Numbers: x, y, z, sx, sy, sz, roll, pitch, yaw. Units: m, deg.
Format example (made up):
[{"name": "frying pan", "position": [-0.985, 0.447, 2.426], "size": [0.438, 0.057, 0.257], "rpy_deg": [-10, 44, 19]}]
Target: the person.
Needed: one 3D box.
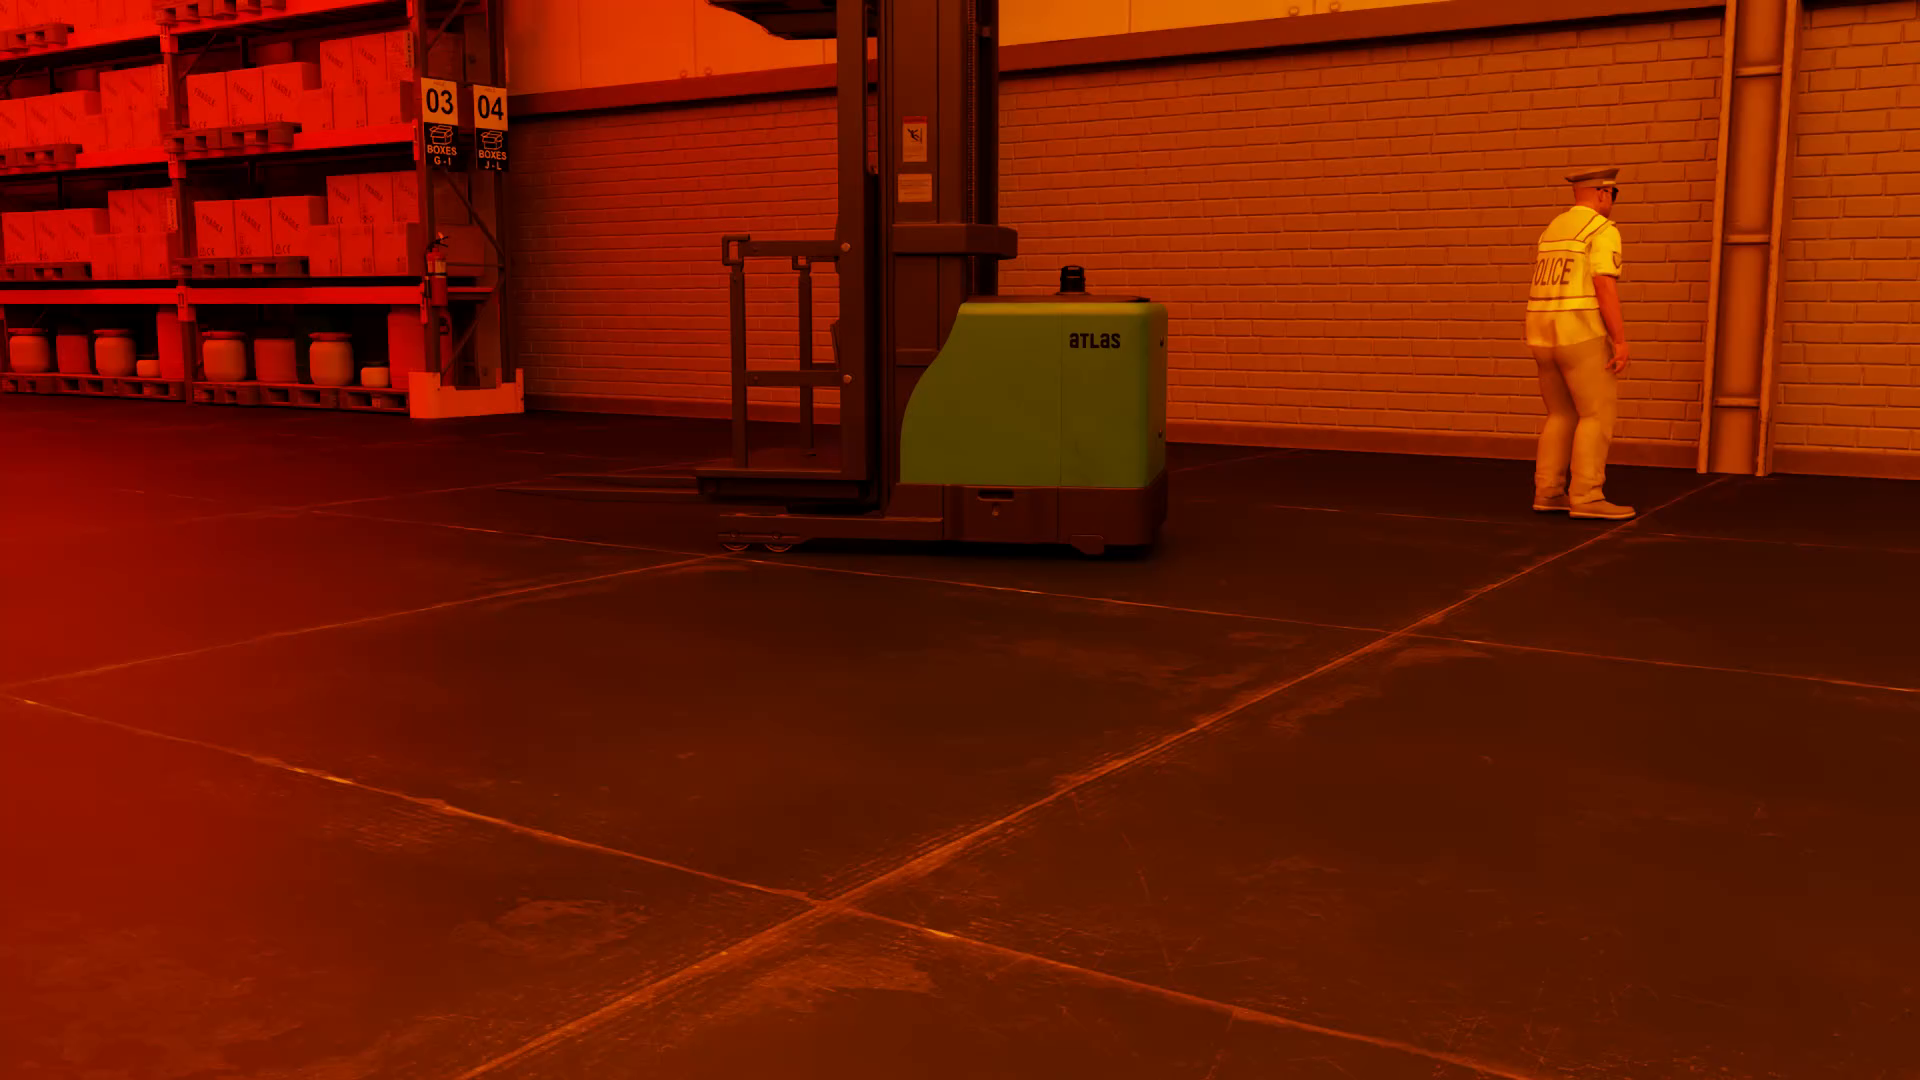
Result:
[{"name": "person", "position": [3.113, -0.999, 8.405], "size": [0.433, 1.751, 0.605], "rpy_deg": [-3, 8, -17]}]

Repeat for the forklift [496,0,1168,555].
[{"name": "forklift", "position": [-0.596, -1.469, 7.520], "size": [3.031, 2.935, 1.130], "rpy_deg": [2, 8, 12]}]
